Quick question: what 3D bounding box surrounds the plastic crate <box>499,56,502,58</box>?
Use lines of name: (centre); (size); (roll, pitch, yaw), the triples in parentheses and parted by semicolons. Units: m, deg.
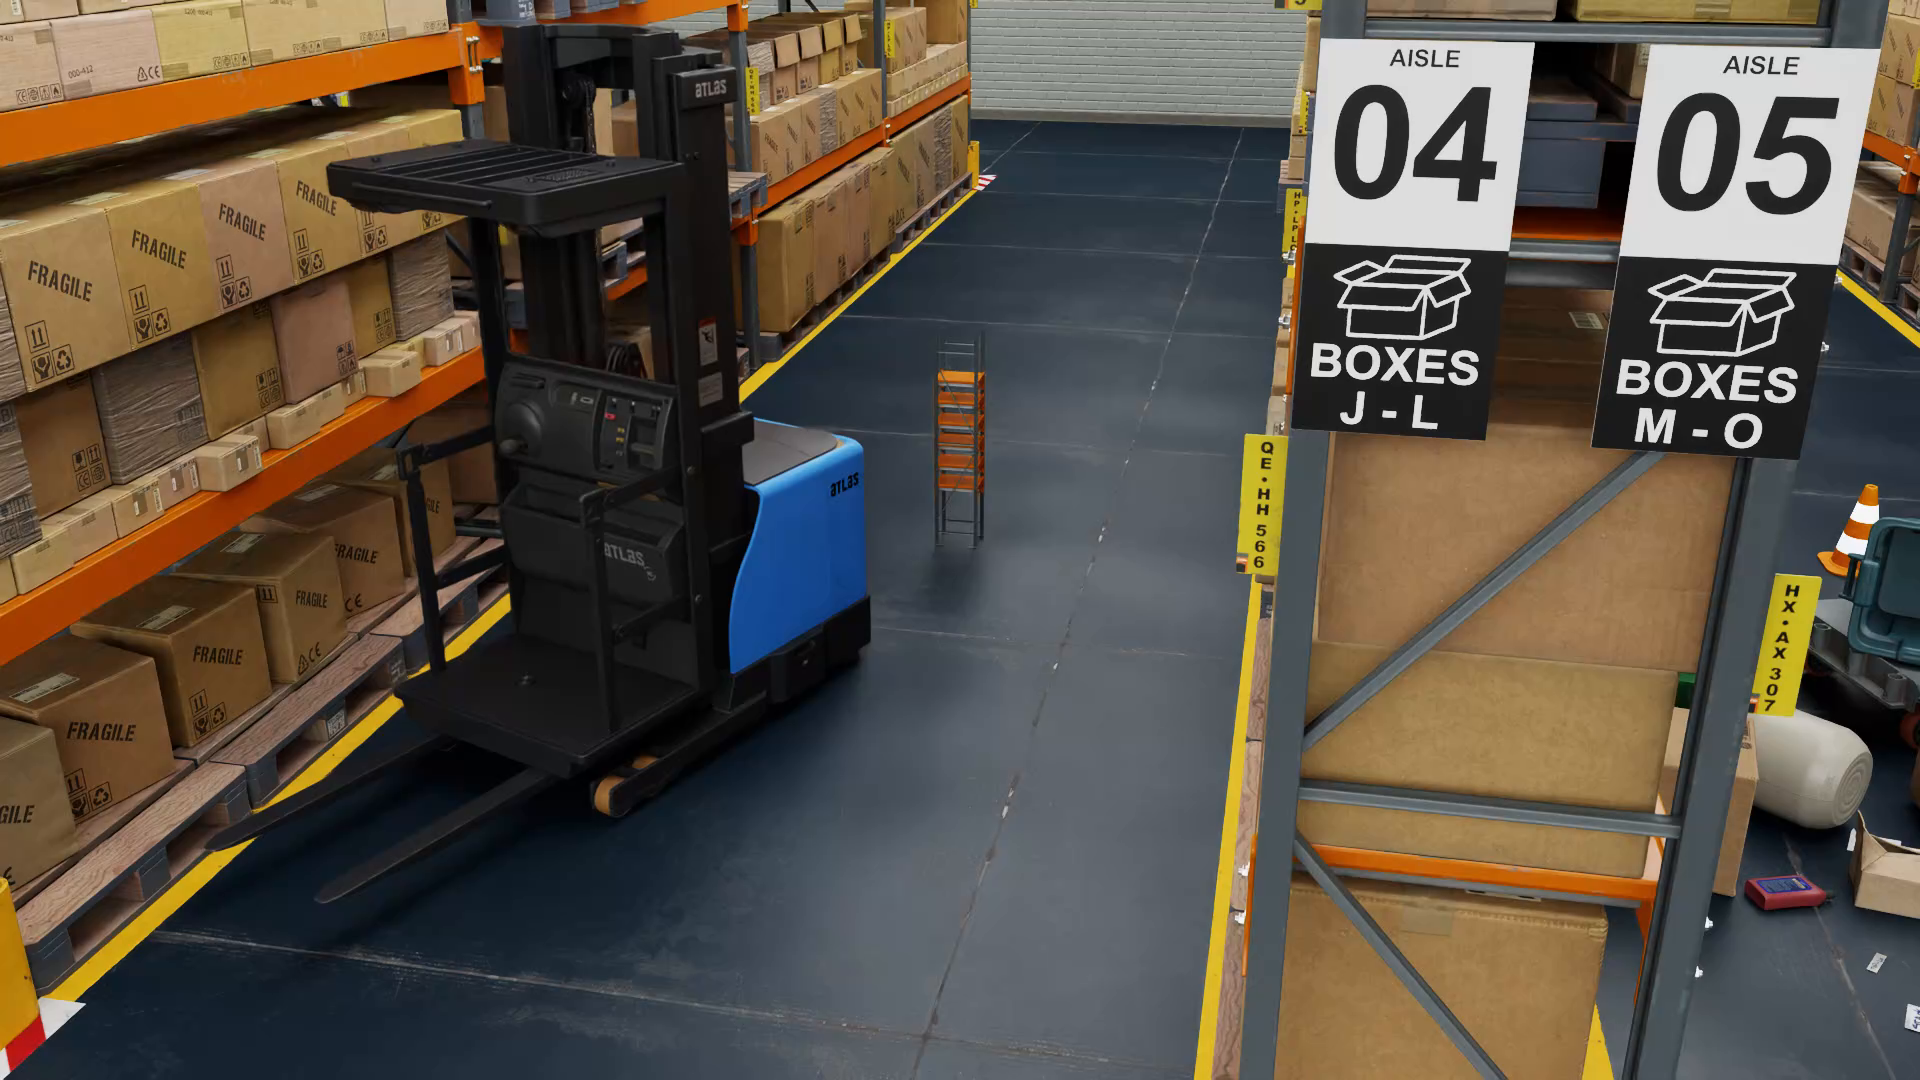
plastic crate: (-5.213, -5.619, 19.563); (0.396, 0.136, 0.243); (4, 22, 11)

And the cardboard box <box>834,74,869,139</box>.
cardboard box: (-1.127, -3.859, 14.787); (0.500, 0.500, 0.500); (5, 23, 13)

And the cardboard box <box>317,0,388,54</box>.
cardboard box: (-2.778, -2.204, 6.997); (0.500, 0.250, 0.500); (5, 22, 12)

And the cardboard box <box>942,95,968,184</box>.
cardboard box: (-0.427, -4.617, 19.085); (0.875, 0.875, 0.875); (4, 22, 11)

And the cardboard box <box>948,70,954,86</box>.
cardboard box: (-0.281, -5.098, 18.332); (0.380, 0.149, 0.250); (5, 22, 12)

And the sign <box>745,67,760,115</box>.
sign: (-1.474, -3.185, 11.802); (0.100, 0.325, 0.005); (4, 22, 11)

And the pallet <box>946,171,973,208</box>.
pallet: (-0.461, -4.056, 19.142); (1.003, 0.211, 1.213); (4, 22, 11)

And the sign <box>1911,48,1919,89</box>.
sign: (7.967, -3.910, 13.781); (0.100, 0.325, 0.005); (4, 22, 11)

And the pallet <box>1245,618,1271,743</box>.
pallet: (1.780, 0.721, 7.280); (1.003, 0.211, 1.213); (4, 22, 11)

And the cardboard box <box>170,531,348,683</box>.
cardboard box: (-3.103, 0.292, 7.398); (0.500, 0.500, 0.500); (2, 22, 6)

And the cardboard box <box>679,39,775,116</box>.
cardboard box: (-1.842, -3.500, 12.553); (0.797, 0.503, 0.637); (5, 23, 13)

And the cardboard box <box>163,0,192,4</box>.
cardboard box: (-3.012, -2.051, 6.083); (0.380, 0.149, 0.250); (4, 22, 9)

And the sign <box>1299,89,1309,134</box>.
sign: (2.295, -2.845, 10.960); (0.100, 0.325, 0.005); (4, 22, 11)

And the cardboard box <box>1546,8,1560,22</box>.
cardboard box: (1.837, -1.460, 4.589); (0.380, 0.149, 0.250); (4, 22, 11)

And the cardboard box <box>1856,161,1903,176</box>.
cardboard box: (9.290, -3.650, 17.269); (0.875, 0.438, 0.875); (4, 22, 9)

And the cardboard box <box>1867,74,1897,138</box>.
cardboard box: (8.455, -3.854, 14.773); (0.500, 0.500, 0.500); (4, 22, 10)

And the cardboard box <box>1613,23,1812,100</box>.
cardboard box: (1.579, -0.998, 3.443); (0.380, 0.149, 0.250); (5, 22, 11)

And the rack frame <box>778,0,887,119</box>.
rack frame: (-1.191, -4.185, 15.730); (1.000, 3.000, 0.127); (4, 22, 11)

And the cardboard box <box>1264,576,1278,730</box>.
cardboard box: (1.318, 0.207, 4.624); (0.875, 0.550, 0.550); (4, 22, 11)

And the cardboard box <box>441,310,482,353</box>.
cardboard box: (-2.579, -1.042, 8.262); (0.380, 0.149, 0.250); (4, 22, 11)

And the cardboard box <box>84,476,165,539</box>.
cardboard box: (-3.124, -0.130, 5.998); (0.380, 0.149, 0.250); (4, 22, 11)

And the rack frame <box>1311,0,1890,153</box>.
rack frame: (1.195, -2.164, 2.682); (1.000, 3.000, 0.127); (4, 22, 11)

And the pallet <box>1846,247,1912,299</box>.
pallet: (8.742, -2.408, 15.051); (1.003, 0.211, 1.213); (4, 22, 11)

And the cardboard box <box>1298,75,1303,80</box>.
cardboard box: (2.903, -3.635, 13.341); (0.380, 0.149, 0.250); (4, 22, 10)

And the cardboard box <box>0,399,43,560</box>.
cardboard box: (-3.500, -0.180, 5.253); (0.875, 0.500, 0.500); (4, 22, 11)

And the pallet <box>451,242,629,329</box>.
pallet: (-2.525, -1.439, 9.168); (1.003, 0.211, 1.213); (4, 22, 11)

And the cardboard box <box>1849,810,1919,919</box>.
cardboard box: (3.464, 1.193, 6.036); (0.396, 0.266, 0.258); (8, 23, 20)

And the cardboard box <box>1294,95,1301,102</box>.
cardboard box: (2.637, -3.161, 12.165); (0.380, 0.149, 0.250); (5, 22, 13)

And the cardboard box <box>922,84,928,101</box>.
cardboard box: (-0.541, -4.626, 17.160); (0.380, 0.149, 0.250); (5, 22, 12)

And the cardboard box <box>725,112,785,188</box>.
cardboard box: (-1.642, -2.926, 12.469); (0.500, 0.500, 0.500); (5, 22, 12)

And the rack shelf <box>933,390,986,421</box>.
rack shelf: (-0.003, -0.733, 9.043); (0.258, 0.103, 0.180); (4, 22, 11)

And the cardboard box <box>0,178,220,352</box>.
cardboard box: (-3.051, -0.990, 5.927); (0.500, 0.500, 0.500); (4, 22, 11)

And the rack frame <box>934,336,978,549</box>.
rack frame: (-0.022, -0.518, 9.033); (0.240, 1.200, 0.006); (4, 22, 11)

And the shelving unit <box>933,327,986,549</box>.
shelving unit: (-0.003, -0.551, 9.116); (0.258, 1.200, 0.189); (4, 22, 11)

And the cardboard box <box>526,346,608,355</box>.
cardboard box: (-2.447, -0.905, 10.341); (0.700, 0.500, 0.500); (3, 22, 6)

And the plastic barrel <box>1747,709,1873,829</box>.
plastic barrel: (3.282, 0.883, 6.596); (0.421, 0.421, 0.512); (-16, 27, -35)

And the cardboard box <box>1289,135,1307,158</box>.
cardboard box: (2.483, -2.739, 11.515); (0.380, 0.149, 0.250); (5, 22, 12)

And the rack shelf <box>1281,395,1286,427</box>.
rack shelf: (2.420, -1.242, 9.385); (1.077, 0.370, 4.000); (4, 22, 11)

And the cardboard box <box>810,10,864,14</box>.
cardboard box: (-1.253, -4.973, 16.485); (0.500, 0.500, 0.500); (5, 22, 11)

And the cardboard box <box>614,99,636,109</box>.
cardboard box: (-2.078, -2.763, 11.503); (0.500, 0.500, 0.500); (2, 22, 4)

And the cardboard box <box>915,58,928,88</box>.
cardboard box: (-0.632, -4.777, 17.002); (0.500, 0.250, 0.500); (5, 22, 12)

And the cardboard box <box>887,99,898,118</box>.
cardboard box: (-0.805, -4.151, 15.983); (0.380, 0.149, 0.250); (5, 22, 11)

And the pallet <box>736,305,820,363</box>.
pallet: (-1.772, -1.711, 13.320); (1.003, 0.211, 1.213); (4, 22, 11)

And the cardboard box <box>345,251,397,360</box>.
cardboard box: (-3.112, -1.104, 7.547); (0.875, 0.500, 0.500); (4, 22, 11)

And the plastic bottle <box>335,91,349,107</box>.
plastic bottle: (-5.907, -4.179, 15.780); (0.144, 0.351, 0.185); (4, 22, 11)

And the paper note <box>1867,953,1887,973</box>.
paper note: (3.157, 1.455, 5.726); (0.032, 0.001, 0.123); (18, 28, 38)

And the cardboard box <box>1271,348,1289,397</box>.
cardboard box: (2.251, -0.582, 9.233); (1.050, 0.750, 0.750); (4, 22, 11)

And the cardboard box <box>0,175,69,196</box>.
cardboard box: (-3.568, -1.031, 6.027); (0.500, 0.500, 0.500); (4, 22, 11)

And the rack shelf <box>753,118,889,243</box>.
rack shelf: (-1.599, -3.120, 14.048); (1.077, 0.370, 4.000); (4, 22, 11)

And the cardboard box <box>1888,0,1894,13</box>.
cardboard box: (8.585, -4.840, 15.017); (0.380, 0.149, 0.250); (4, 22, 10)

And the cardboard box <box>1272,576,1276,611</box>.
cardboard box: (1.815, 0.171, 7.195); (0.875, 0.875, 0.875); (5, 22, 12)

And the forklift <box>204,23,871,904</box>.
forklift: (-1.640, -0.456, 6.563); (1.130, 2.935, 3.031); (13, 26, 30)

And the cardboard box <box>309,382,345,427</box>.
cardboard box: (-2.883, -0.588, 7.136); (0.380, 0.149, 0.250); (4, 22, 11)
